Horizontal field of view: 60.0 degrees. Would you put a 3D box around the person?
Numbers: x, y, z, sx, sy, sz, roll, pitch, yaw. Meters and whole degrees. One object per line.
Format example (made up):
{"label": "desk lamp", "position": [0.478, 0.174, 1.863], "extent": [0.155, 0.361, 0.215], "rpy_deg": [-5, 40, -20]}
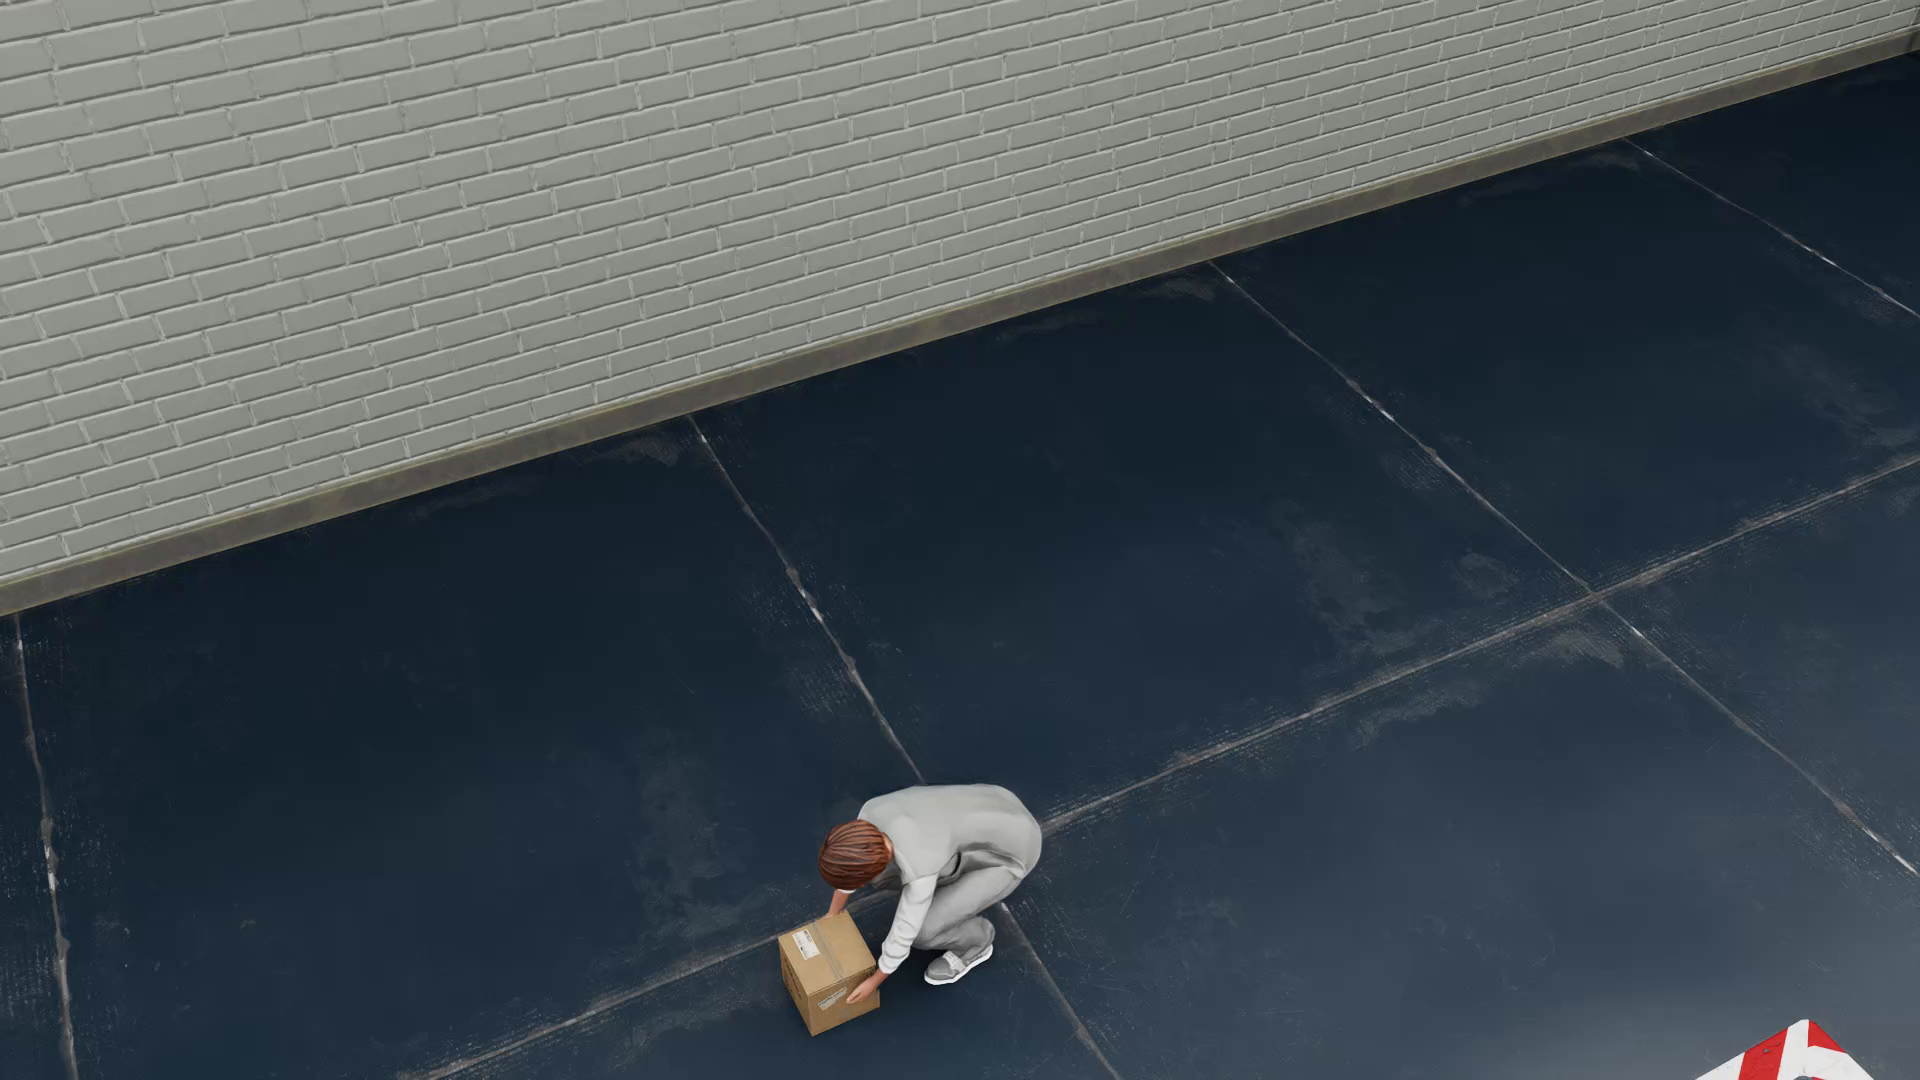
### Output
{"label": "person", "position": [-0.096, 1.112, 5.466], "extent": [0.796, 0.878, 0.444], "rpy_deg": [-19, 45, -20]}
